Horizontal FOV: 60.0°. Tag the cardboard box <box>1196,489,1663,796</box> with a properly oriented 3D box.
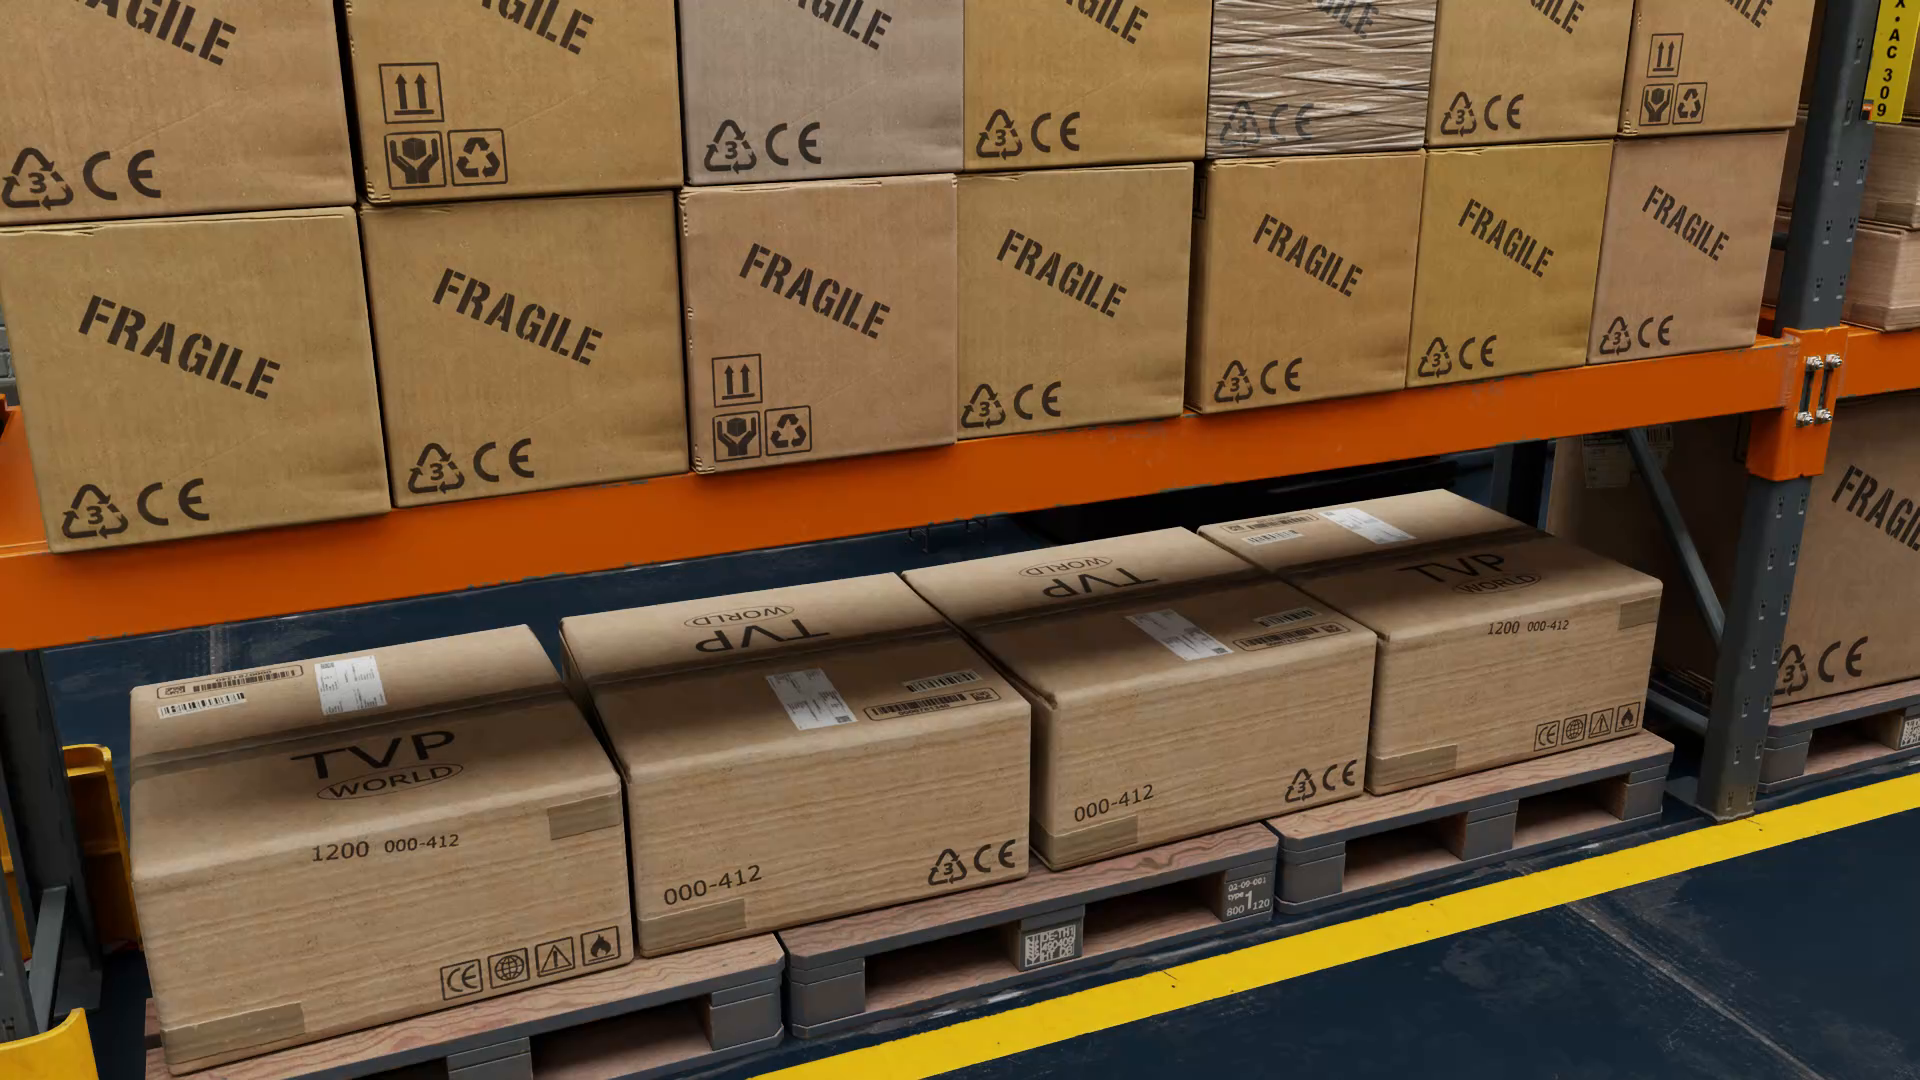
[{"bbox_3d":[1.240,0.238,4.555,0.875,0.438,0.875,-8,21,-23],"label":"cardboard box"}]

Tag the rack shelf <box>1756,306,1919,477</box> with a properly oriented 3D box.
[{"bbox_3d":[3.695,-0.746,5.208,4.000,0.370,1.077,-8,21,-22],"label":"rack shelf"}]

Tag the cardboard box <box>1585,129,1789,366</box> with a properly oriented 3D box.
[{"bbox_3d":[1.534,-0.731,3.930,0.500,0.500,0.500,-8,21,-21],"label":"cardboard box"}]

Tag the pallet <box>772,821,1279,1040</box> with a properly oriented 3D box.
[{"bbox_3d":[0.008,0.731,4.129,1.213,0.211,1.003,-8,21,-22],"label":"pallet"}]

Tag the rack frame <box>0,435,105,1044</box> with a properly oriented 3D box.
[{"bbox_3d":[-1.814,-0.296,2.847,0.127,3.000,1.000,-8,21,-22],"label":"rack frame"}]

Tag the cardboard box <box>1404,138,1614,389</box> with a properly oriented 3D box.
[{"bbox_3d":[1.064,-0.661,3.733,0.500,0.500,0.500,-9,21,-23],"label":"cardboard box"}]

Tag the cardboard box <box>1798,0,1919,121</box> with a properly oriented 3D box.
[{"bbox_3d":[2.377,-1.311,4.074,0.500,0.500,0.500,-8,21,-21],"label":"cardboard box"}]

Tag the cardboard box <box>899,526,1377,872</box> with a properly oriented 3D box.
[{"bbox_3d":[0.418,0.356,4.220,0.875,0.438,0.875,-9,21,-24],"label":"cardboard box"}]

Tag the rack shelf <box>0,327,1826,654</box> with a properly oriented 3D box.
[{"bbox_3d":[0.022,-0.220,3.714,4.000,0.370,1.077,-8,21,-22],"label":"rack shelf"}]

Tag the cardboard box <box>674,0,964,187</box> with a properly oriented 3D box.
[{"bbox_3d":[-0.319,-0.931,2.995,0.500,0.500,0.500,-8,21,-22],"label":"cardboard box"}]

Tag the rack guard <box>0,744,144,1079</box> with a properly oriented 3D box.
[{"bbox_3d":[-1.836,0.886,3.253,0.348,0.500,1.175,-8,21,-22],"label":"rack guard"}]

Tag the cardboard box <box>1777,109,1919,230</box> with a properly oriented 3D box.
[{"bbox_3d":[2.375,-0.959,4.203,0.500,0.250,0.500,-9,21,-23],"label":"cardboard box"}]

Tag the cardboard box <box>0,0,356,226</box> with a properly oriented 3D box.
[{"bbox_3d":[-1.260,-0.791,2.597,0.500,0.500,0.500,-9,21,-23],"label":"cardboard box"}]

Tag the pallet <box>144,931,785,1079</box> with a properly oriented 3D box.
[{"bbox_3d":[-1.111,0.890,3.676,1.213,0.211,1.003,-8,21,-22],"label":"pallet"}]

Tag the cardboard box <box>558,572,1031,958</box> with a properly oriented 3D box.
[{"bbox_3d":[-0.411,0.474,3.885,0.875,0.438,0.875,-8,21,-20],"label":"cardboard box"}]

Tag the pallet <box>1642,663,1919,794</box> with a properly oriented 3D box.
[{"bbox_3d":[2.537,0.368,5.158,1.213,0.211,1.003,-8,21,-22],"label":"pallet"}]

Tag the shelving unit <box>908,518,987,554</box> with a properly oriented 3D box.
[{"bbox_3d":[-0.049,-0.488,6.328,0.252,1.050,0.215,-8,21,-22],"label":"shelving unit"}]

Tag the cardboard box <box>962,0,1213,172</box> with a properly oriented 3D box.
[{"bbox_3d":[0.138,-0.997,3.182,0.500,0.500,0.500,-8,21,-22],"label":"cardboard box"}]

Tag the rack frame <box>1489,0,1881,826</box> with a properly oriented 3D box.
[{"bbox_3d":[1.859,-0.822,4.341,0.127,3.000,1.000,-8,21,-22],"label":"rack frame"}]

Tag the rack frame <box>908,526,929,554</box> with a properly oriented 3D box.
[{"bbox_3d":[-0.161,-0.472,6.282,0.008,1.050,0.200,-8,21,-22],"label":"rack frame"}]

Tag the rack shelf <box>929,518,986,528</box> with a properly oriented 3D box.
[{"bbox_3d":[-0.049,-0.216,6.423,0.240,0.259,0.215,-8,21,-22],"label":"rack shelf"}]

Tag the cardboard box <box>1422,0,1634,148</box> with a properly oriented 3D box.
[{"bbox_3d":[1.066,-1.131,3.561,0.500,0.500,0.500,-8,21,-23],"label":"cardboard box"}]

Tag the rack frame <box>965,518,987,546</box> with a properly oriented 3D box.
[{"bbox_3d":[0.063,-0.504,6.373,0.008,1.050,0.200,-8,21,-22],"label":"rack frame"}]

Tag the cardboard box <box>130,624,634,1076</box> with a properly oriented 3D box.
[{"bbox_3d":[-1.248,0.597,3.536,0.875,0.438,0.875,-9,21,-24],"label":"cardboard box"}]

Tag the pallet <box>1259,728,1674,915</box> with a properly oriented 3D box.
[{"bbox_3d":[1.130,0.569,4.588,1.213,0.211,1.003,-8,21,-22],"label":"pallet"}]

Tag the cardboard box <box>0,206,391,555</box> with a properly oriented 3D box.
[{"bbox_3d":[-1.260,-0.319,2.761,0.500,0.500,0.500,-8,21,-22],"label":"cardboard box"}]

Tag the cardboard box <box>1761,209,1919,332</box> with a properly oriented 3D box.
[{"bbox_3d":[2.367,-0.729,4.302,0.500,0.250,0.500,-9,21,-23],"label":"cardboard box"}]

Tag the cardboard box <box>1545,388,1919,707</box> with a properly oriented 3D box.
[{"bbox_3d":[2.396,-0.124,4.925,0.875,0.875,0.875,-7,21,-20],"label":"cardboard box"}]

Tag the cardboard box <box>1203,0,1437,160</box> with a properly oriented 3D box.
[{"bbox_3d":[0.602,-1.061,3.362,0.500,0.500,0.500,-8,21,-21],"label":"cardboard box"}]

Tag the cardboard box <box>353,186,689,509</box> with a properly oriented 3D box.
[{"bbox_3d":[-0.806,-0.394,2.974,0.500,0.500,0.500,-8,21,-23],"label":"cardboard box"}]

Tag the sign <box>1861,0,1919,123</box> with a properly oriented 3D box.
[{"bbox_3d":[2.080,-1.099,3.704,0.005,0.325,0.100,-8,21,-22],"label":"sign"}]

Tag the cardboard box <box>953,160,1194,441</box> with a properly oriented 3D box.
[{"bbox_3d":[0.121,-0.526,3.350,0.500,0.500,0.500,-7,21,-20],"label":"cardboard box"}]

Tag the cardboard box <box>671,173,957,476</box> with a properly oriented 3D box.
[{"bbox_3d":[-0.332,-0.455,3.148,0.500,0.500,0.500,-8,21,-22],"label":"cardboard box"}]

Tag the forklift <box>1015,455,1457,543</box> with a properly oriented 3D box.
[{"bbox_3d":[1.521,-1.677,6.872,3.031,2.935,1.130,-10,22,-27],"label":"forklift"}]

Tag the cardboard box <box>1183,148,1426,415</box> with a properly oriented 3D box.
[{"bbox_3d":[0.608,-0.591,3.532,0.500,0.500,0.500,-8,21,-23],"label":"cardboard box"}]

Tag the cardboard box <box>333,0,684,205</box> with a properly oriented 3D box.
[{"bbox_3d":[-0.789,-0.861,2.796,0.500,0.500,0.500,-9,21,-23],"label":"cardboard box"}]

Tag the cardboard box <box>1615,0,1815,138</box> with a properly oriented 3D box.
[{"bbox_3d":[1.535,-1.195,3.743,0.500,0.500,0.500,-8,21,-22],"label":"cardboard box"}]
